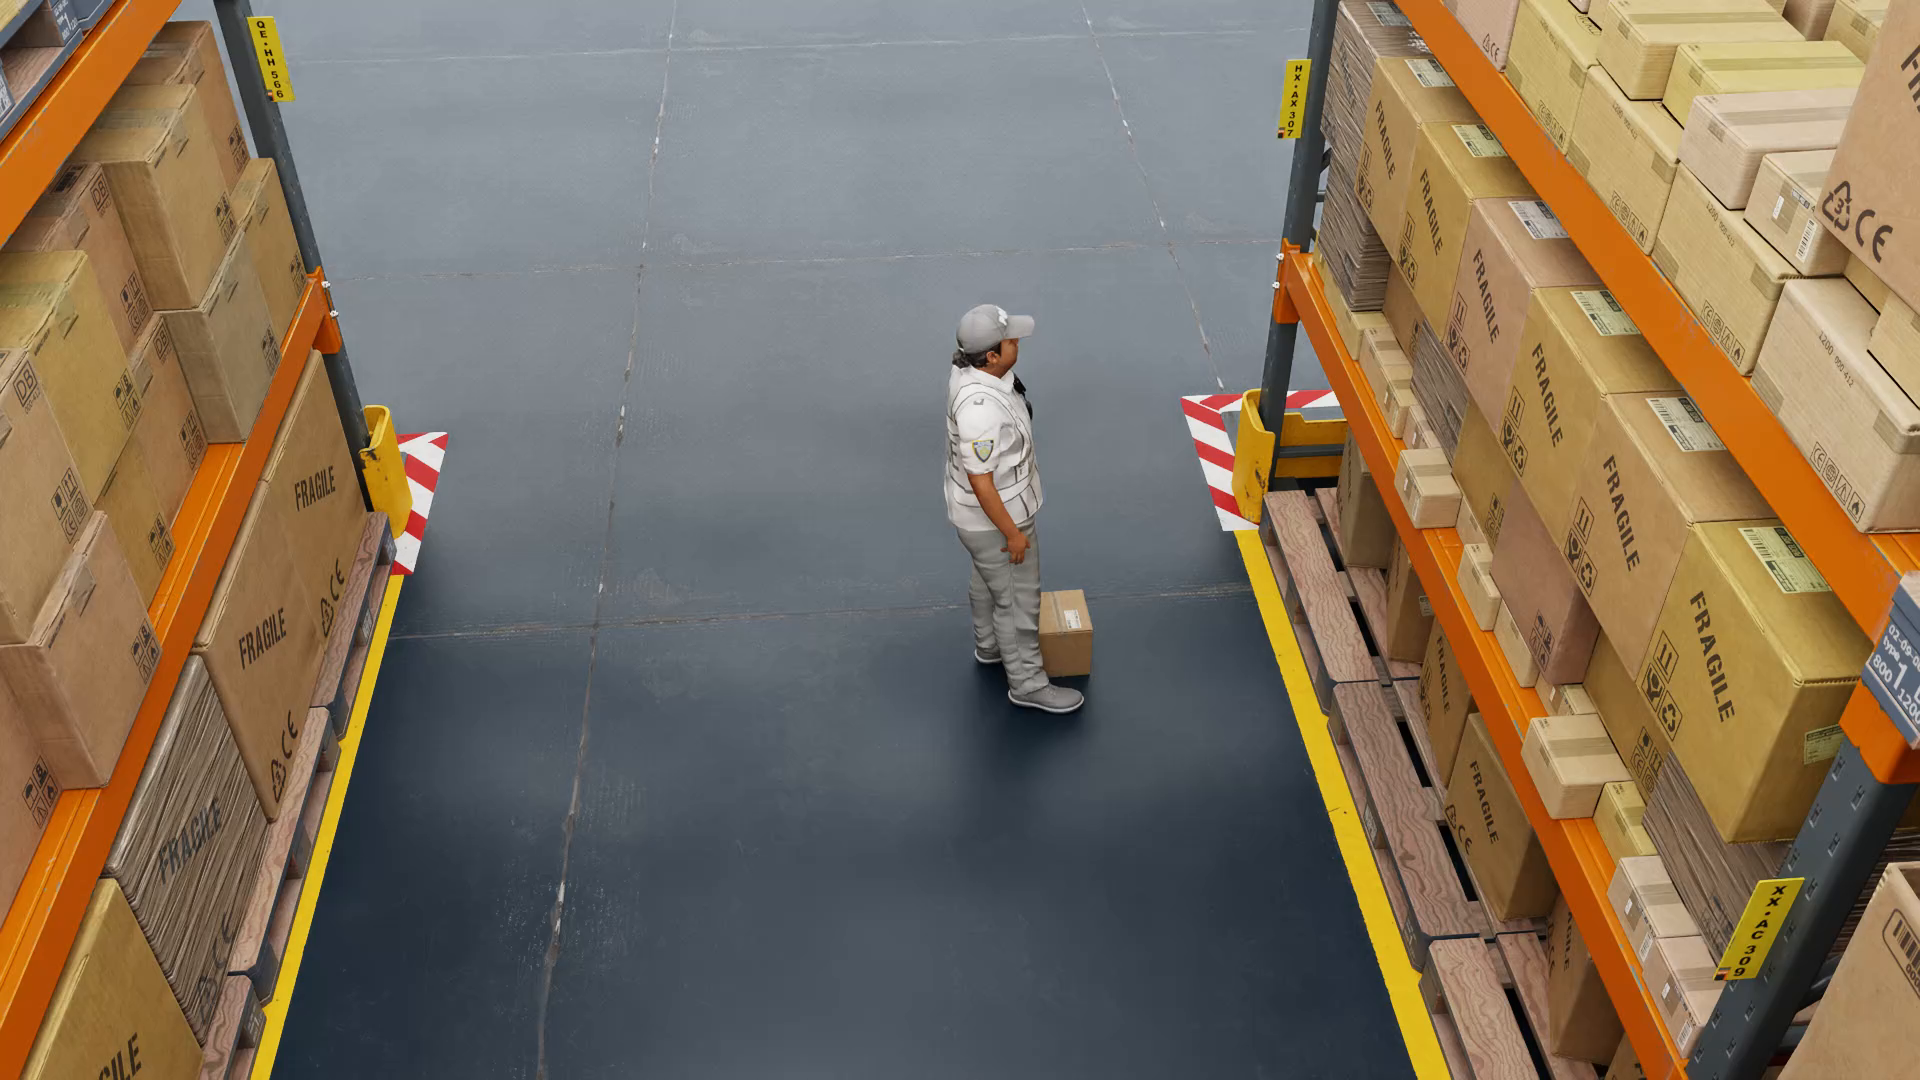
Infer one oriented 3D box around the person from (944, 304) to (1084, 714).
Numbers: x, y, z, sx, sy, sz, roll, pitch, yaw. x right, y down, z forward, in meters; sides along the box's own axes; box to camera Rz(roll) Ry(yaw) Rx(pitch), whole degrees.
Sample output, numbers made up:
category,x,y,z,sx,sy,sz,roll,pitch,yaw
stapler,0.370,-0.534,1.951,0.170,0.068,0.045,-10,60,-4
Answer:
category,x,y,z,sx,sy,sz,roll,pitch,yaw
person,0.210,-0.131,6.294,0.529,1.670,0.597,-3,39,-4
